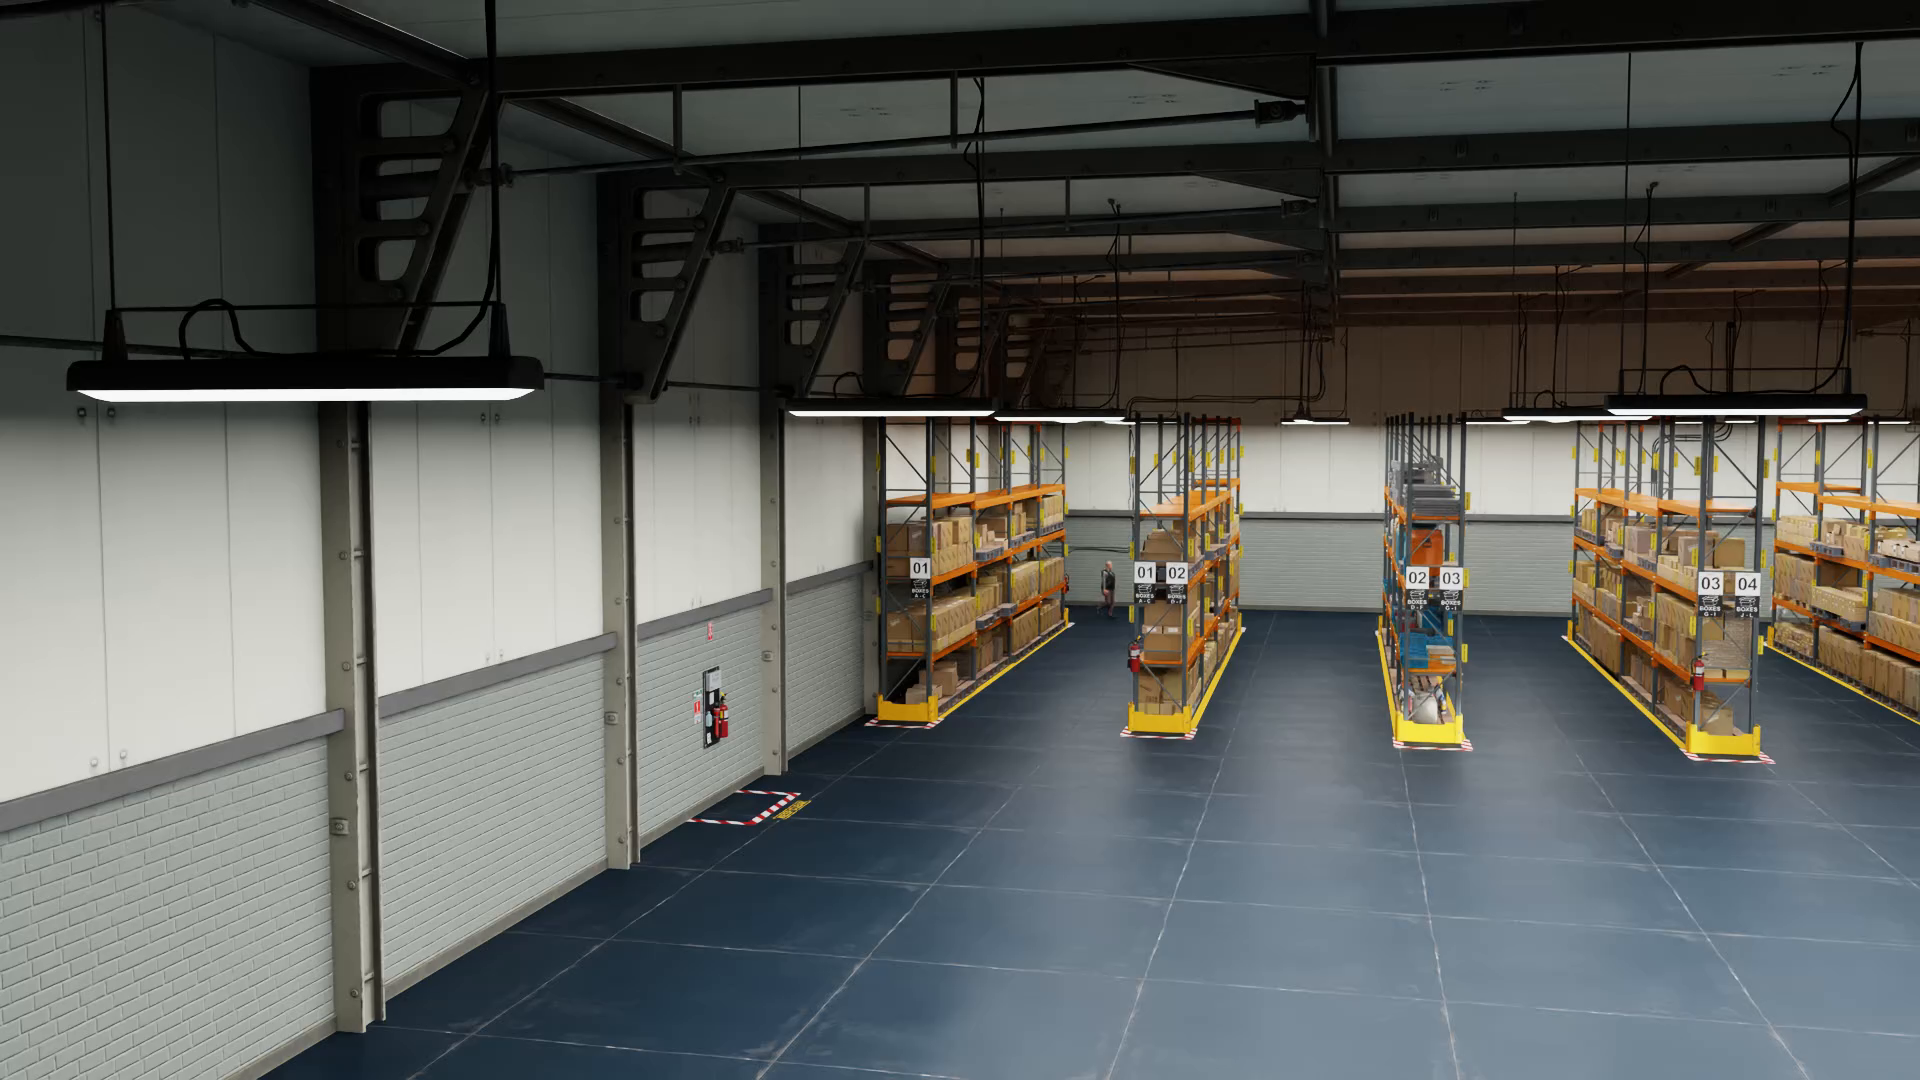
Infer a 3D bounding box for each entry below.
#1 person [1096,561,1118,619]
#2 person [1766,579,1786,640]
[{"bbox_3d":[4.394,1.494,49.687,0.619,1.715,0.574,3,5,34],"label":"person"},{"bbox_3d":[22.031,1.824,44.670,0.911,1.756,0.556,0,4,-7],"label":"person"}]
